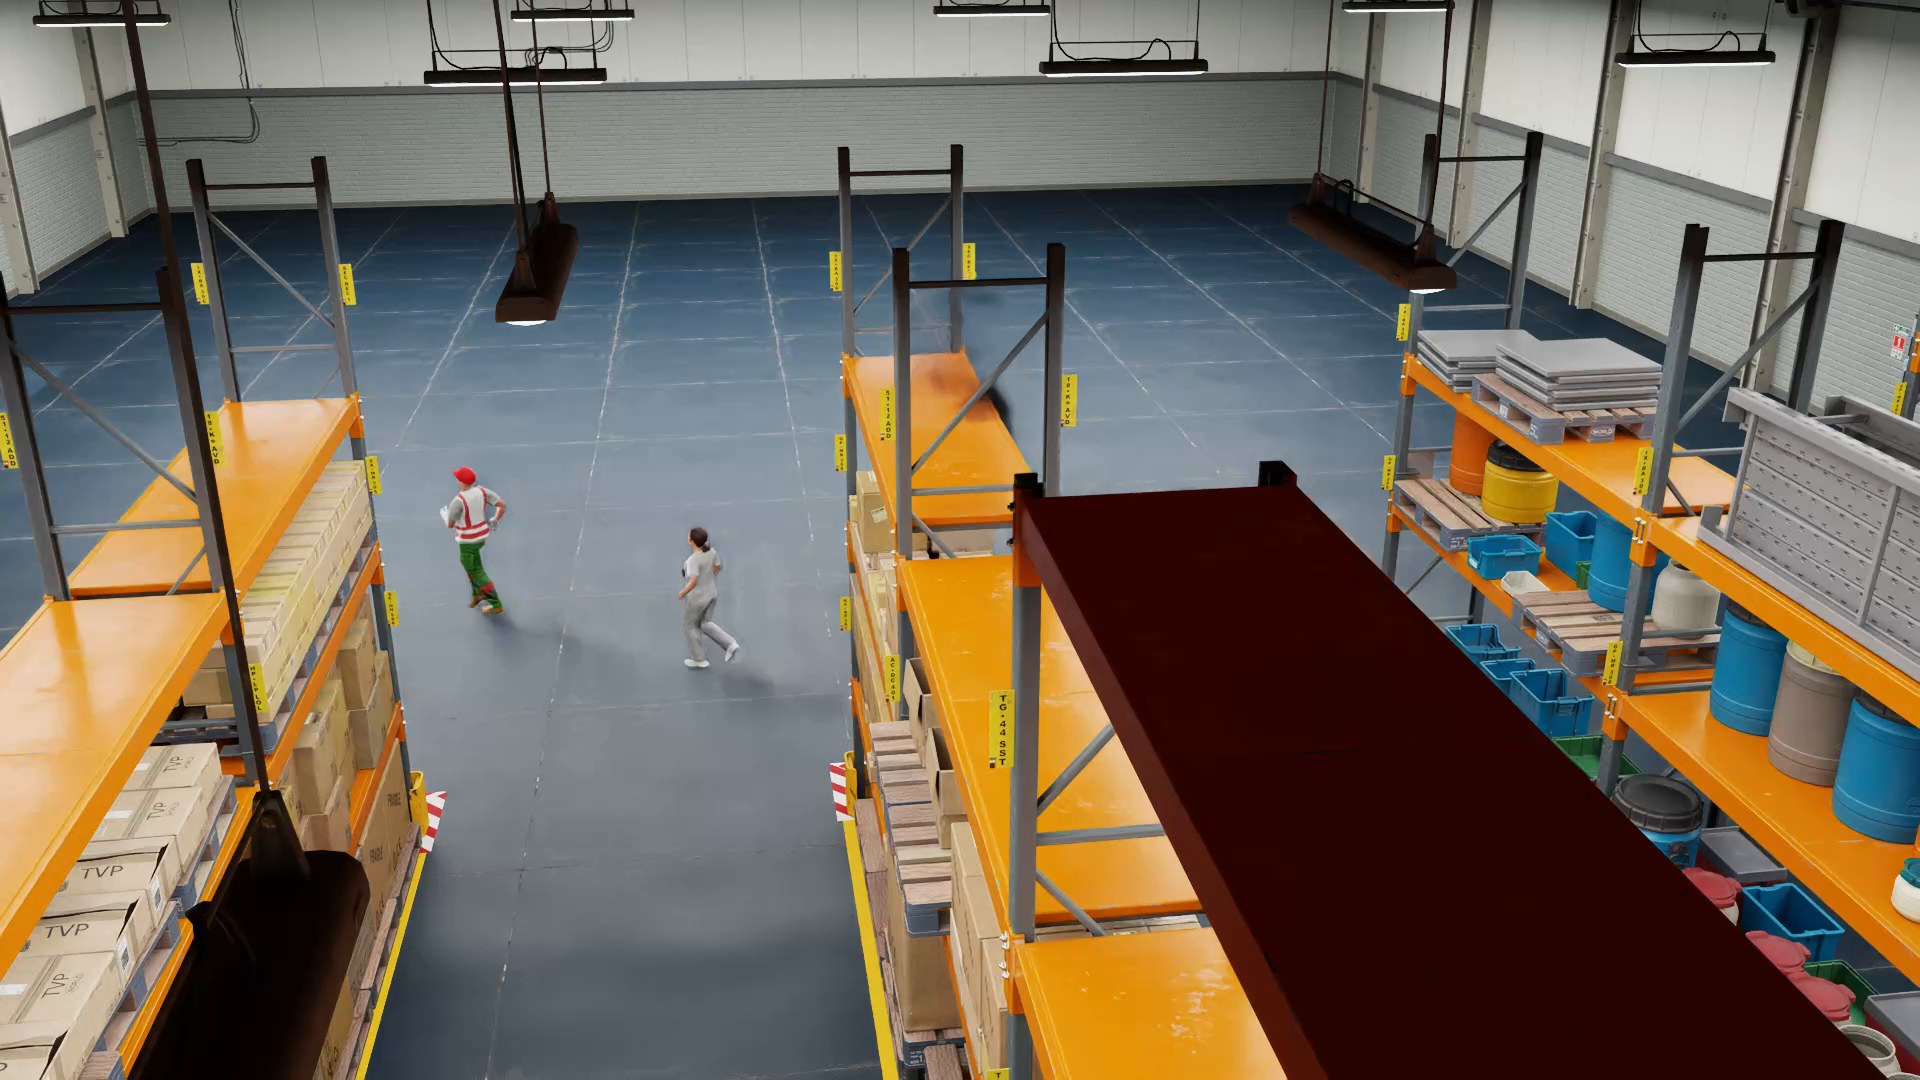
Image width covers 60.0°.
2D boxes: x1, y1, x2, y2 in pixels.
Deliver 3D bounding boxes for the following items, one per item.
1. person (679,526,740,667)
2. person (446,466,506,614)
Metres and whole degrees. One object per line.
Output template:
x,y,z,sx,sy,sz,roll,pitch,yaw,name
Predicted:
-2.724,0.648,17.806,0.685,1.647,0.589,11,24,25,person
-5.582,0.025,19.160,0.678,1.841,0.628,9,23,22,person
